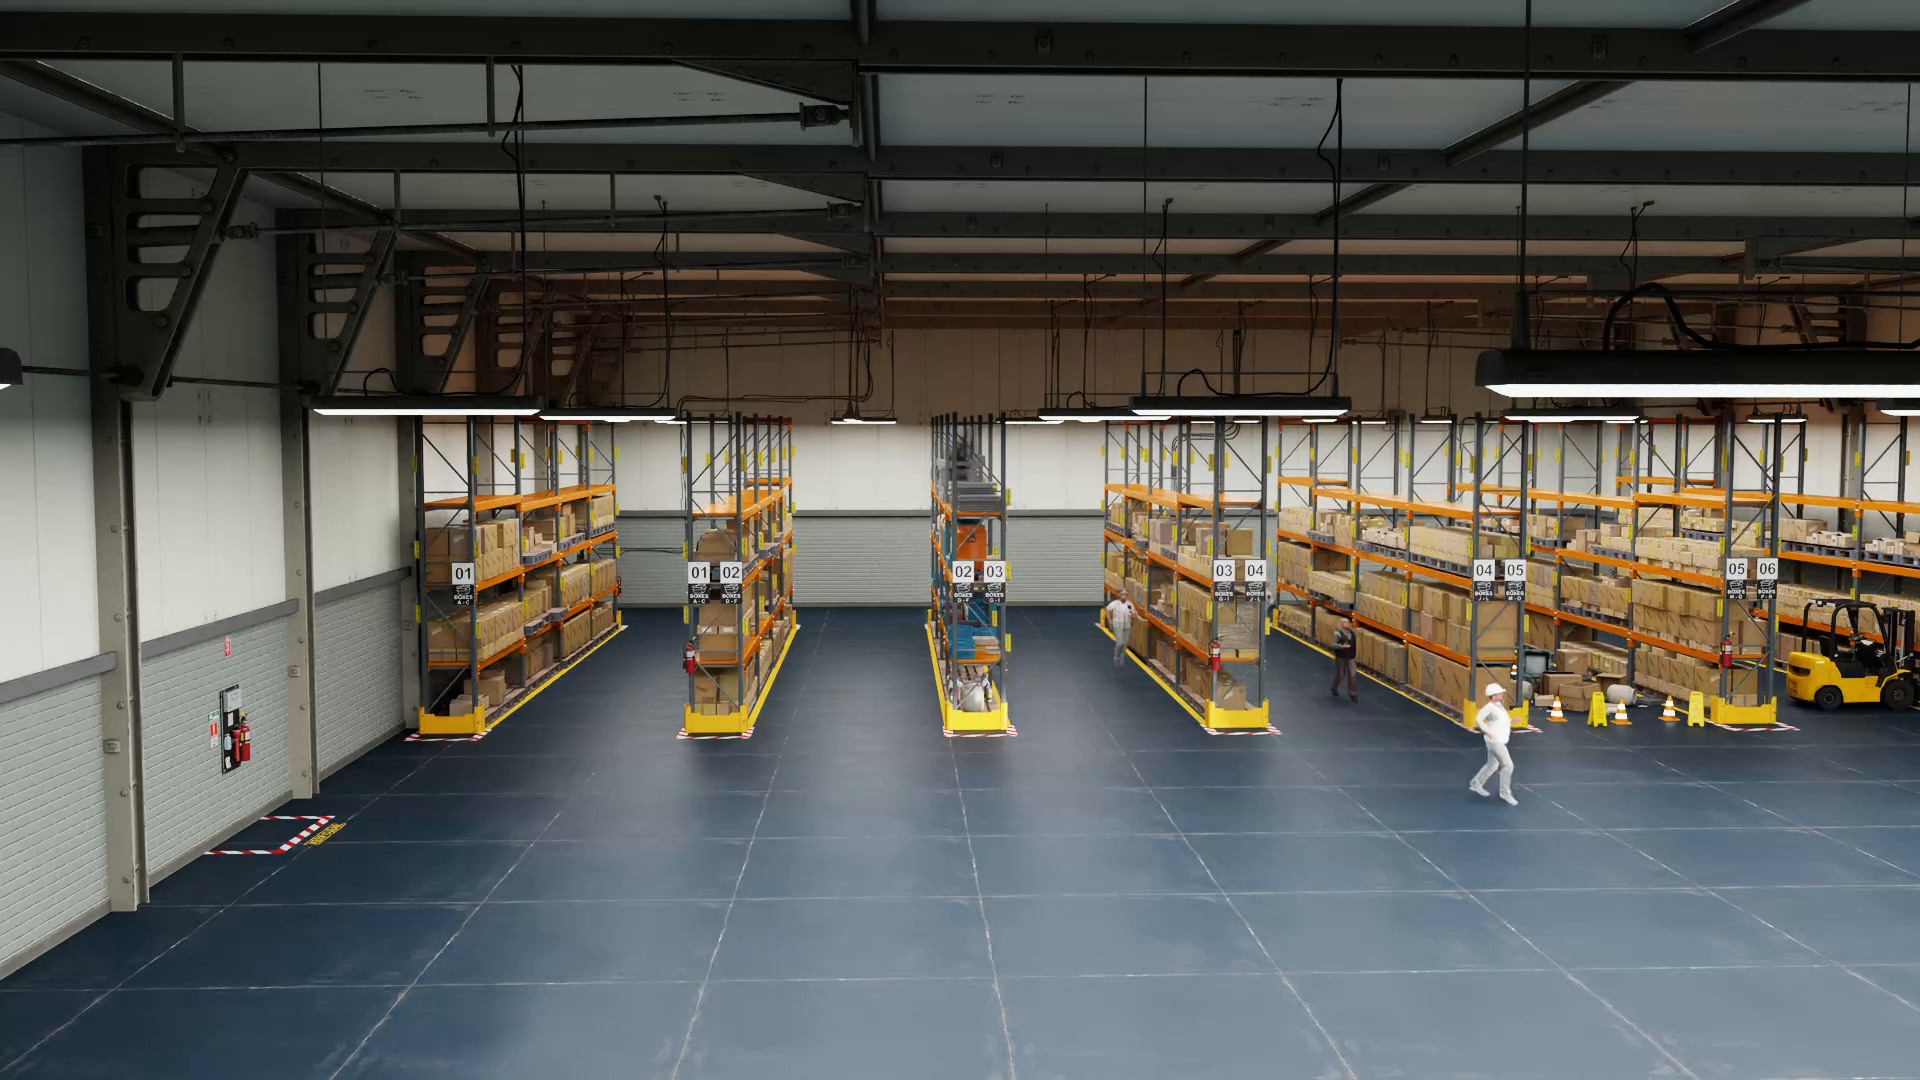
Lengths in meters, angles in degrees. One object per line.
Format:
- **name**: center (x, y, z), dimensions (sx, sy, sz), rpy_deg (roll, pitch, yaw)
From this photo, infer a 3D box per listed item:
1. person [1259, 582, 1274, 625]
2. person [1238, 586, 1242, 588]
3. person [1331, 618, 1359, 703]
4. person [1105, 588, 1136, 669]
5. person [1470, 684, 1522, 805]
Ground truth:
- **person**: center (8.075, 1.910, 44.371), dimensions (0.603, 1.618, 0.654), rpy_deg (-1, 4, -13)
- **person**: center (7.893, 1.634, 48.080), dimensions (0.618, 1.651, 0.805), rpy_deg (3, 5, 41)
- **person**: center (8.021, 2.481, 34.631), dimensions (0.657, 1.724, 0.950), rpy_deg (-1, 4, -14)
- **person**: center (3.689, 2.011, 37.674), dimensions (0.650, 1.841, 0.648), rpy_deg (-1, 4, -16)
- **person**: center (8.171, 3.102, 25.383), dimensions (0.747, 1.825, 0.643), rpy_deg (2, 4, 26)
